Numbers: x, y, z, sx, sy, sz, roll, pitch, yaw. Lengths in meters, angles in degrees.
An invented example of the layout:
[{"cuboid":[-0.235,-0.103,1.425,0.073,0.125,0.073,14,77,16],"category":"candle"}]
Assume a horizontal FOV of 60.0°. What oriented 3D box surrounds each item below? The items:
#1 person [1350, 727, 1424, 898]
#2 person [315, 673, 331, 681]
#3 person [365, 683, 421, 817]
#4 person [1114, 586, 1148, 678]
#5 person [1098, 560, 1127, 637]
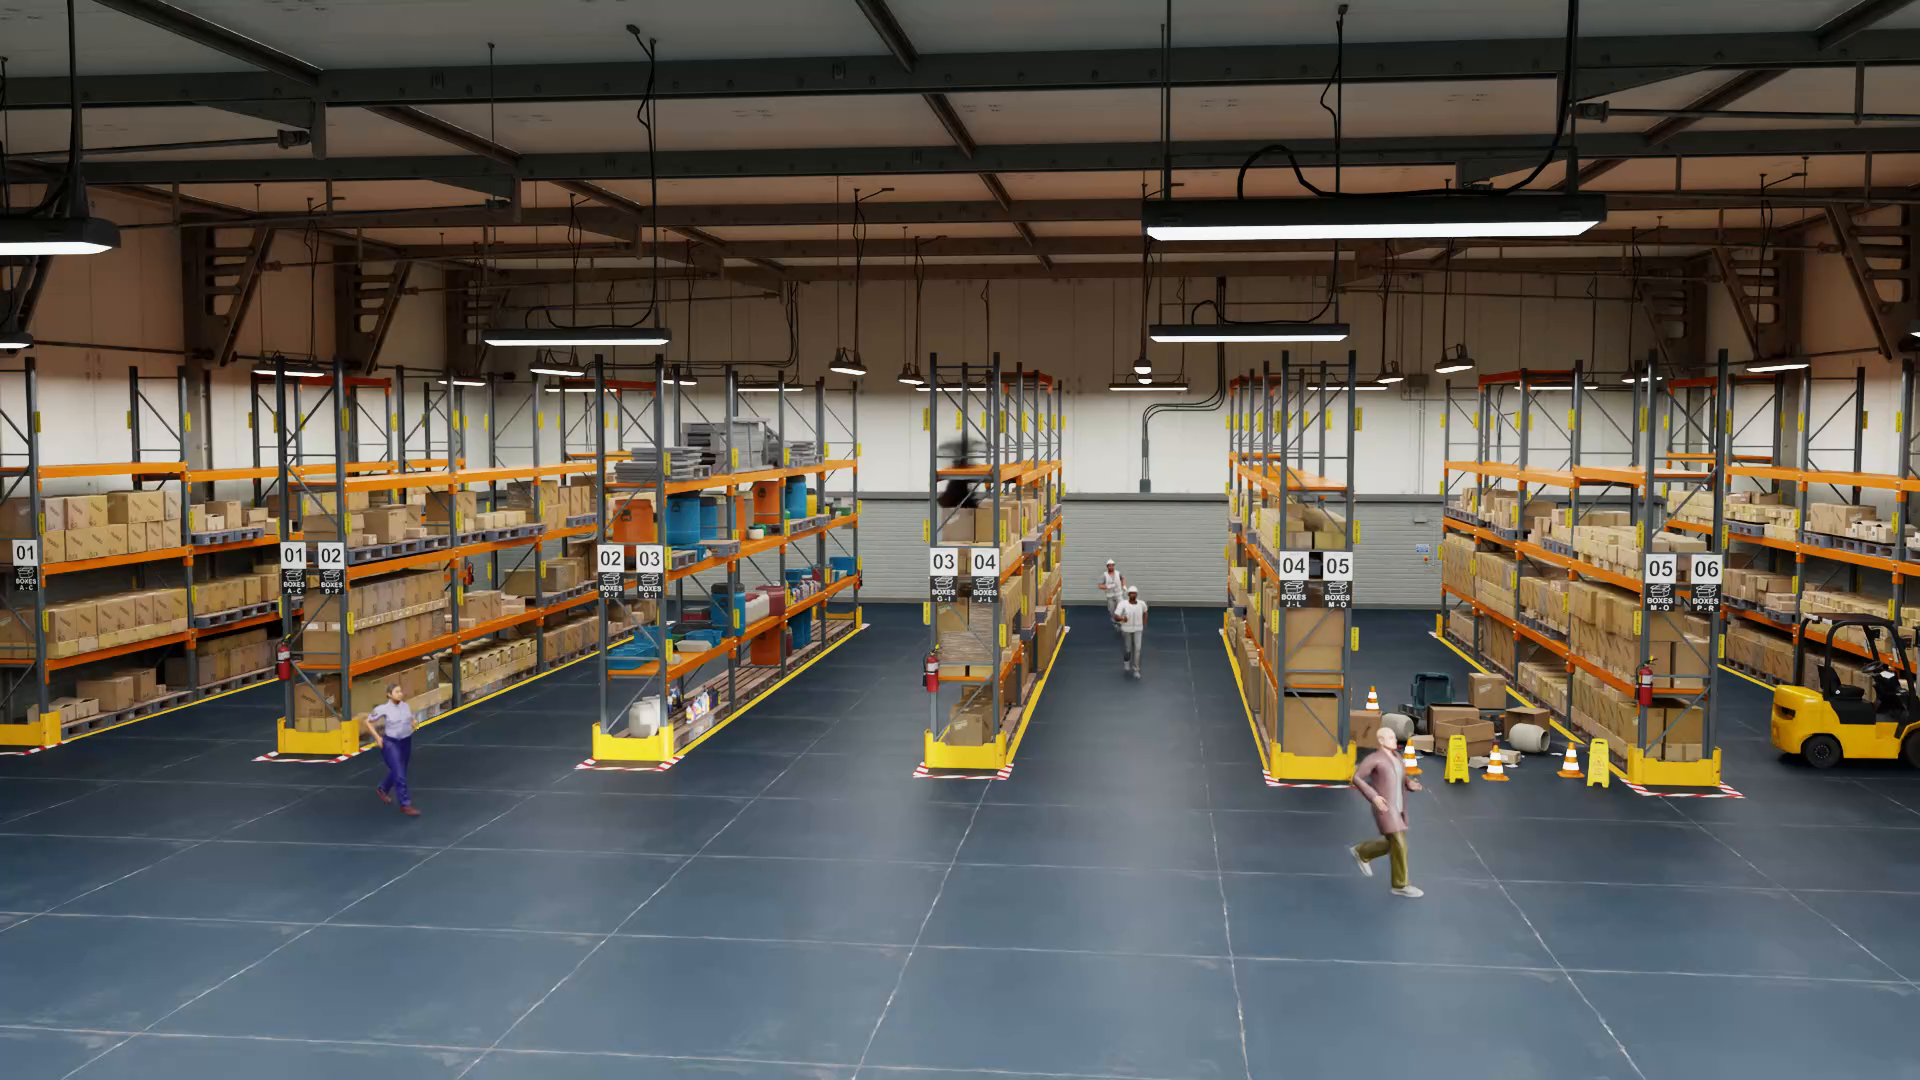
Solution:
[{"cuboid":[4.538,2.869,17.723,0.720,1.751,0.964,-4,6,-43],"category":"person"},{"cuboid":[-11.320,2.134,29.676,0.529,1.545,0.534,0,4,-4],"category":"person"},{"cuboid":[-7.223,2.701,21.288,0.934,1.559,0.589,2,5,28],"category":"person"},{"cuboid":[3.385,1.780,32.654,0.706,1.754,0.935,0,4,-3],"category":"person"},{"cuboid":[3.577,1.371,39.097,0.673,1.830,0.852,0,4,-1],"category":"person"}]
